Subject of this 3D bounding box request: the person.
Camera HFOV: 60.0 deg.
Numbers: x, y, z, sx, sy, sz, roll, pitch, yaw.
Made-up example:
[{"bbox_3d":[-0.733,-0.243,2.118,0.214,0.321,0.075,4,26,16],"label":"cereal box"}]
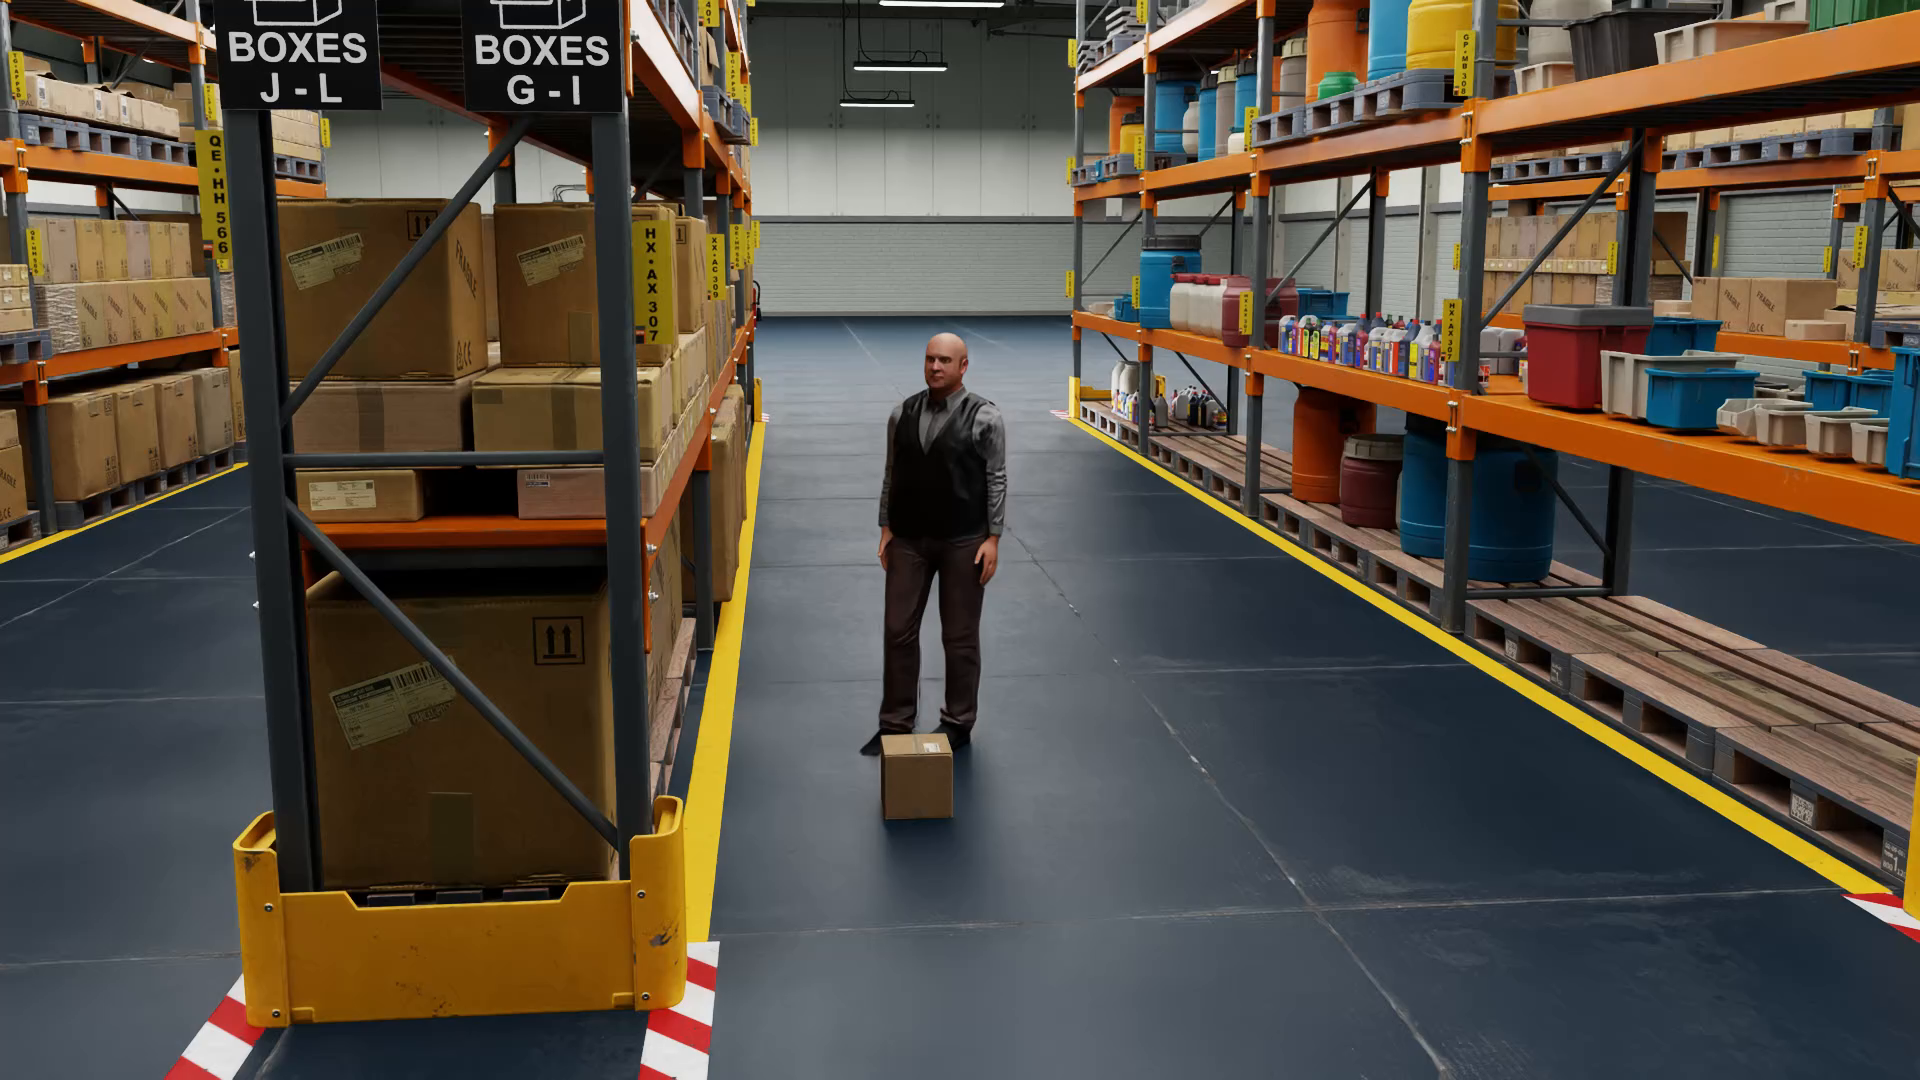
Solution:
[{"bbox_3d":[-0.109,0.048,6.827,0.575,1.779,0.444,4,11,21],"label":"person"}]
